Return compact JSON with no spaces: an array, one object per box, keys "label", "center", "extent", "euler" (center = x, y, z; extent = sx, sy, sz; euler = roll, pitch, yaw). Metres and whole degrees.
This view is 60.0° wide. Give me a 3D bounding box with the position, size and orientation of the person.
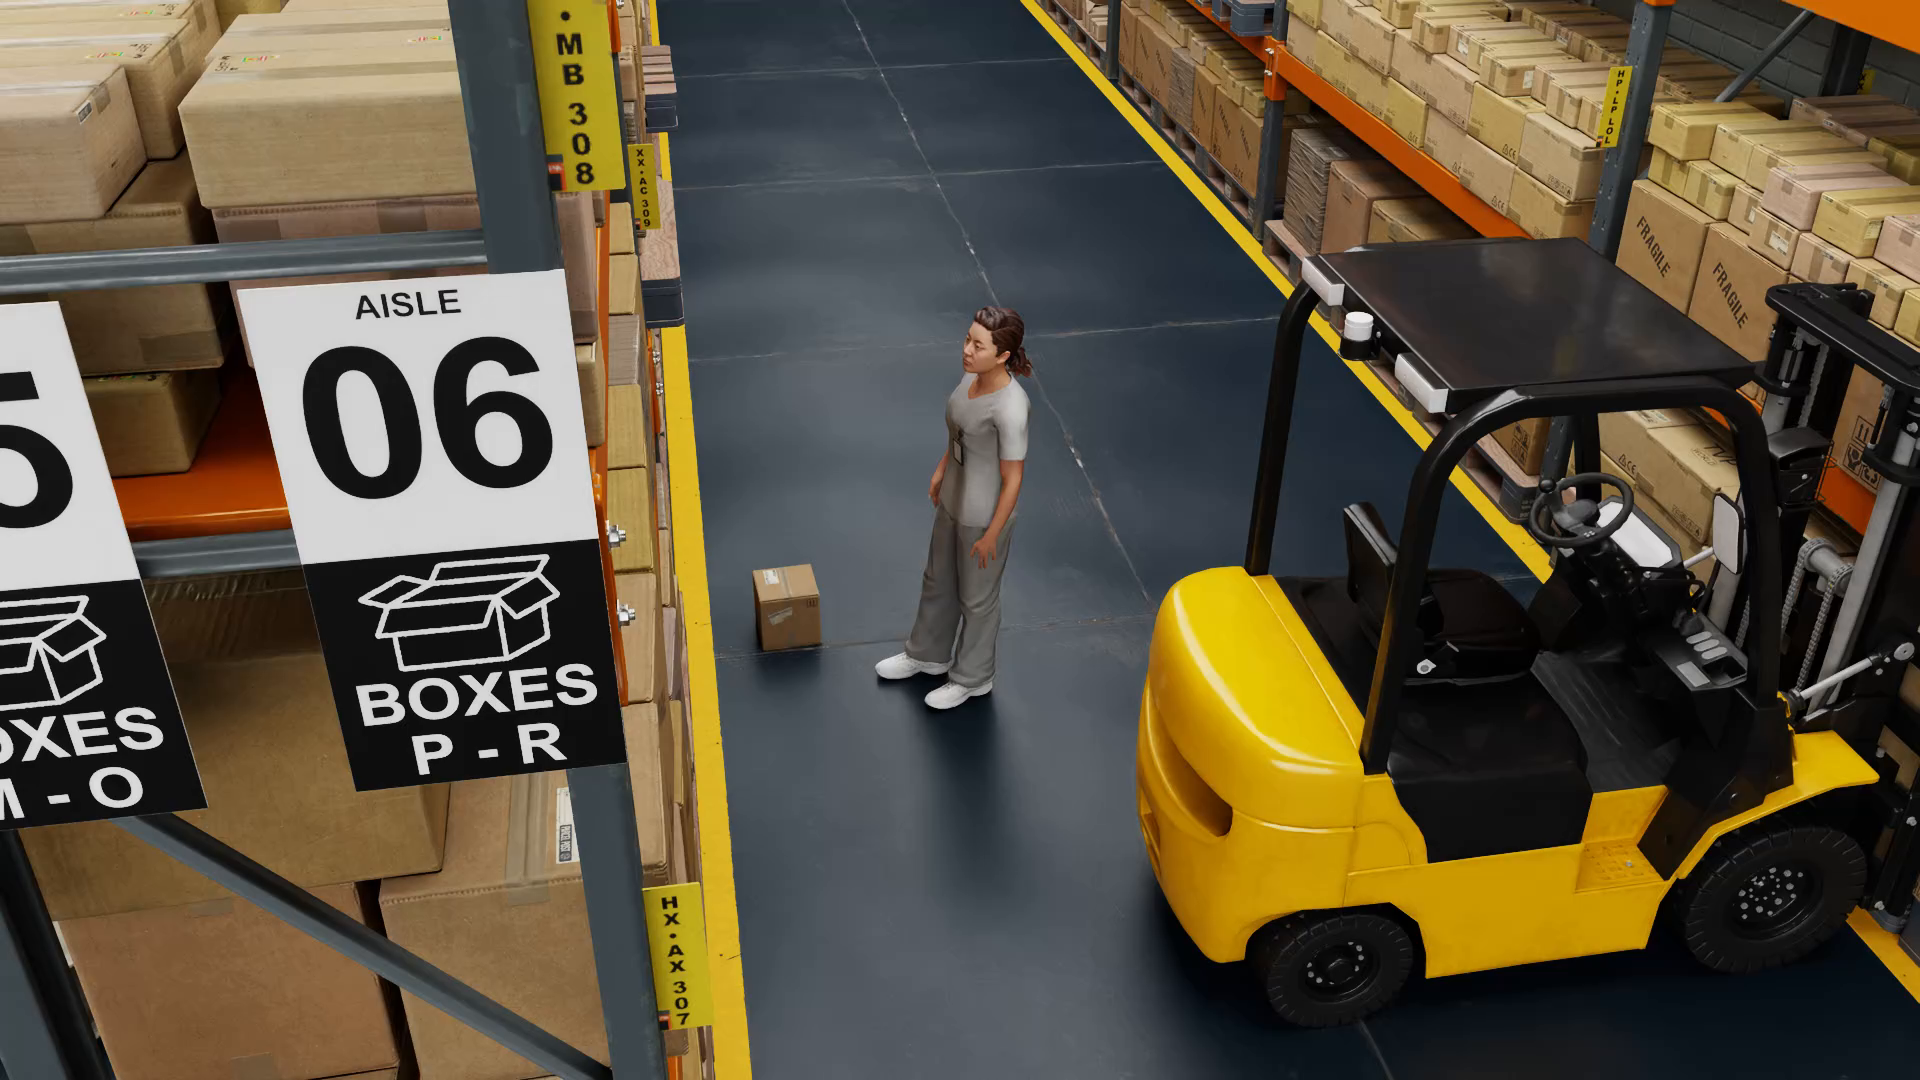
[{"label":"person","center":[-0.005,-0.101,6.285],"extent":[0.548,1.674,0.549],"euler":[-12,33,-19]}]
